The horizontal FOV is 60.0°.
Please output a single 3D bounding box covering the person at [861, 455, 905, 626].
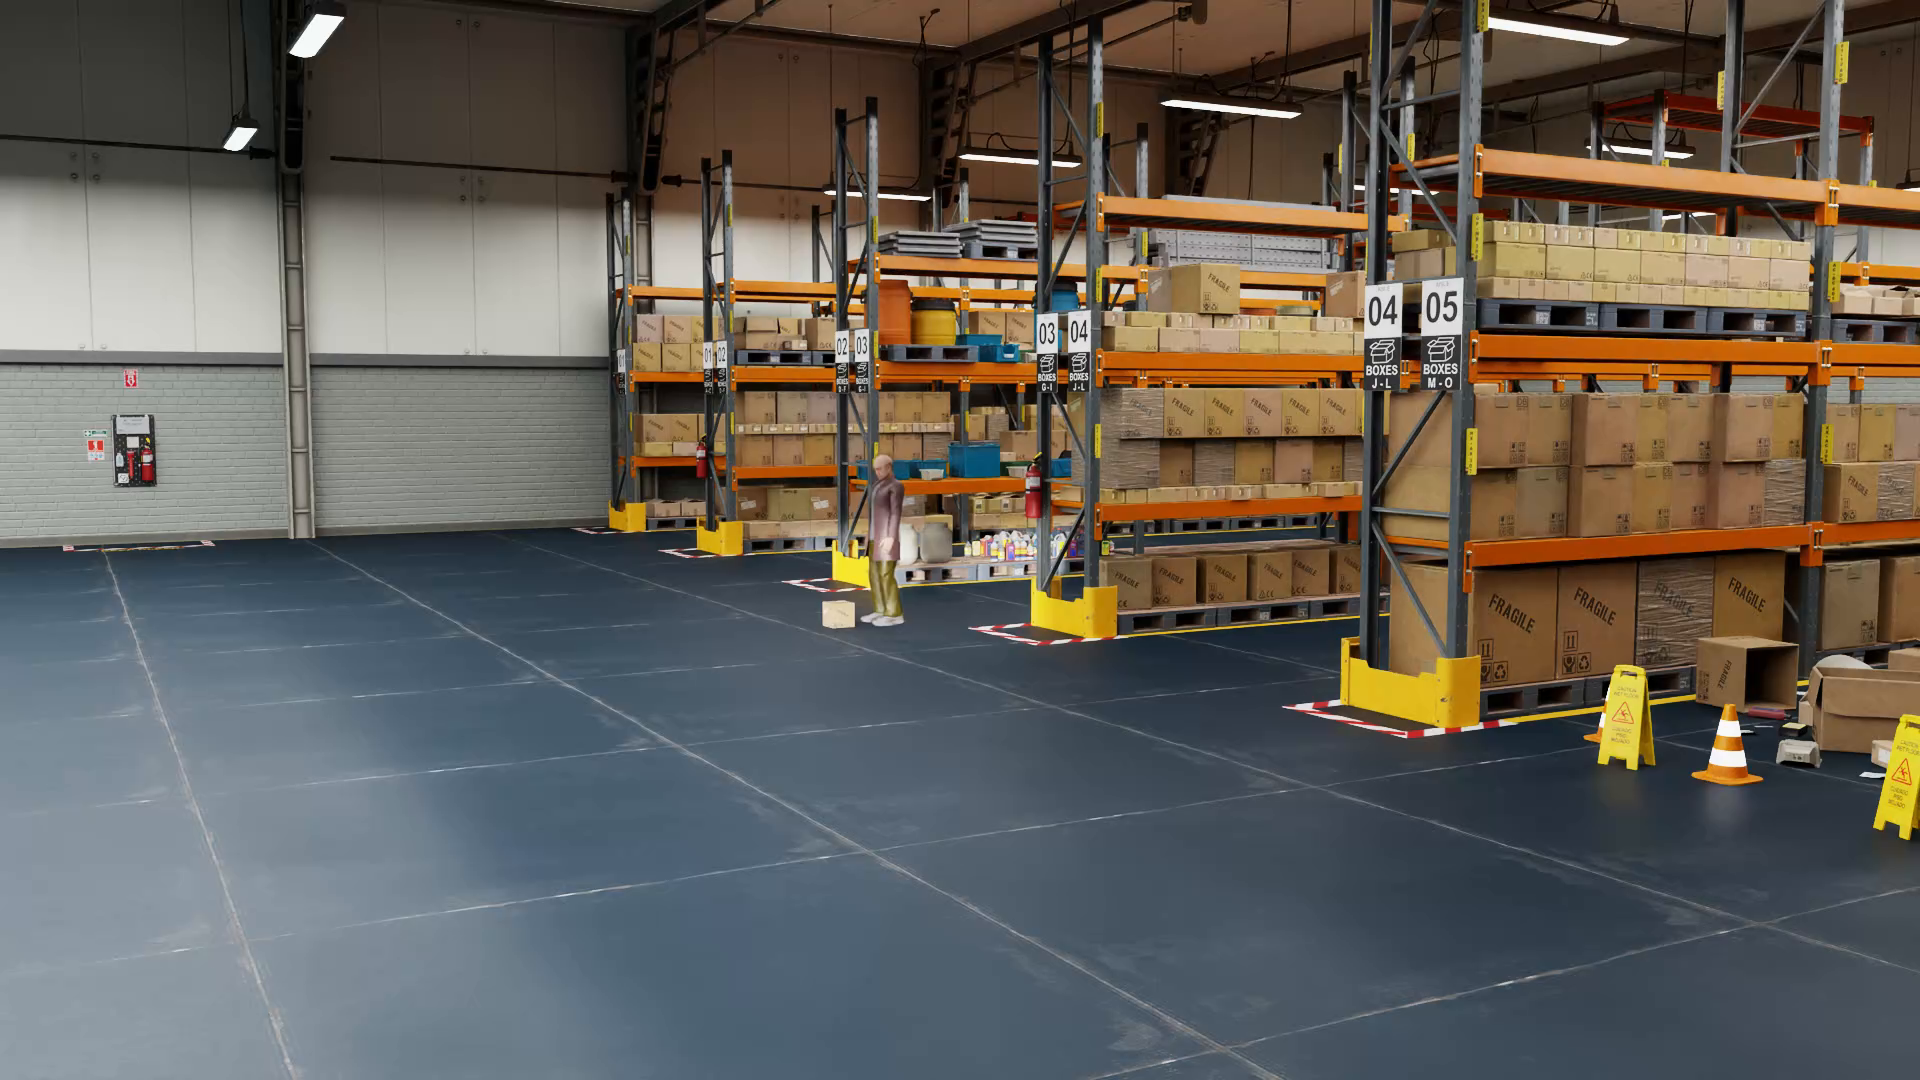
[{"bbox_3d":[-0.800,0.002,17.320,0.382,1.763,0.569,-3,6,-28],"label":"person"}]
